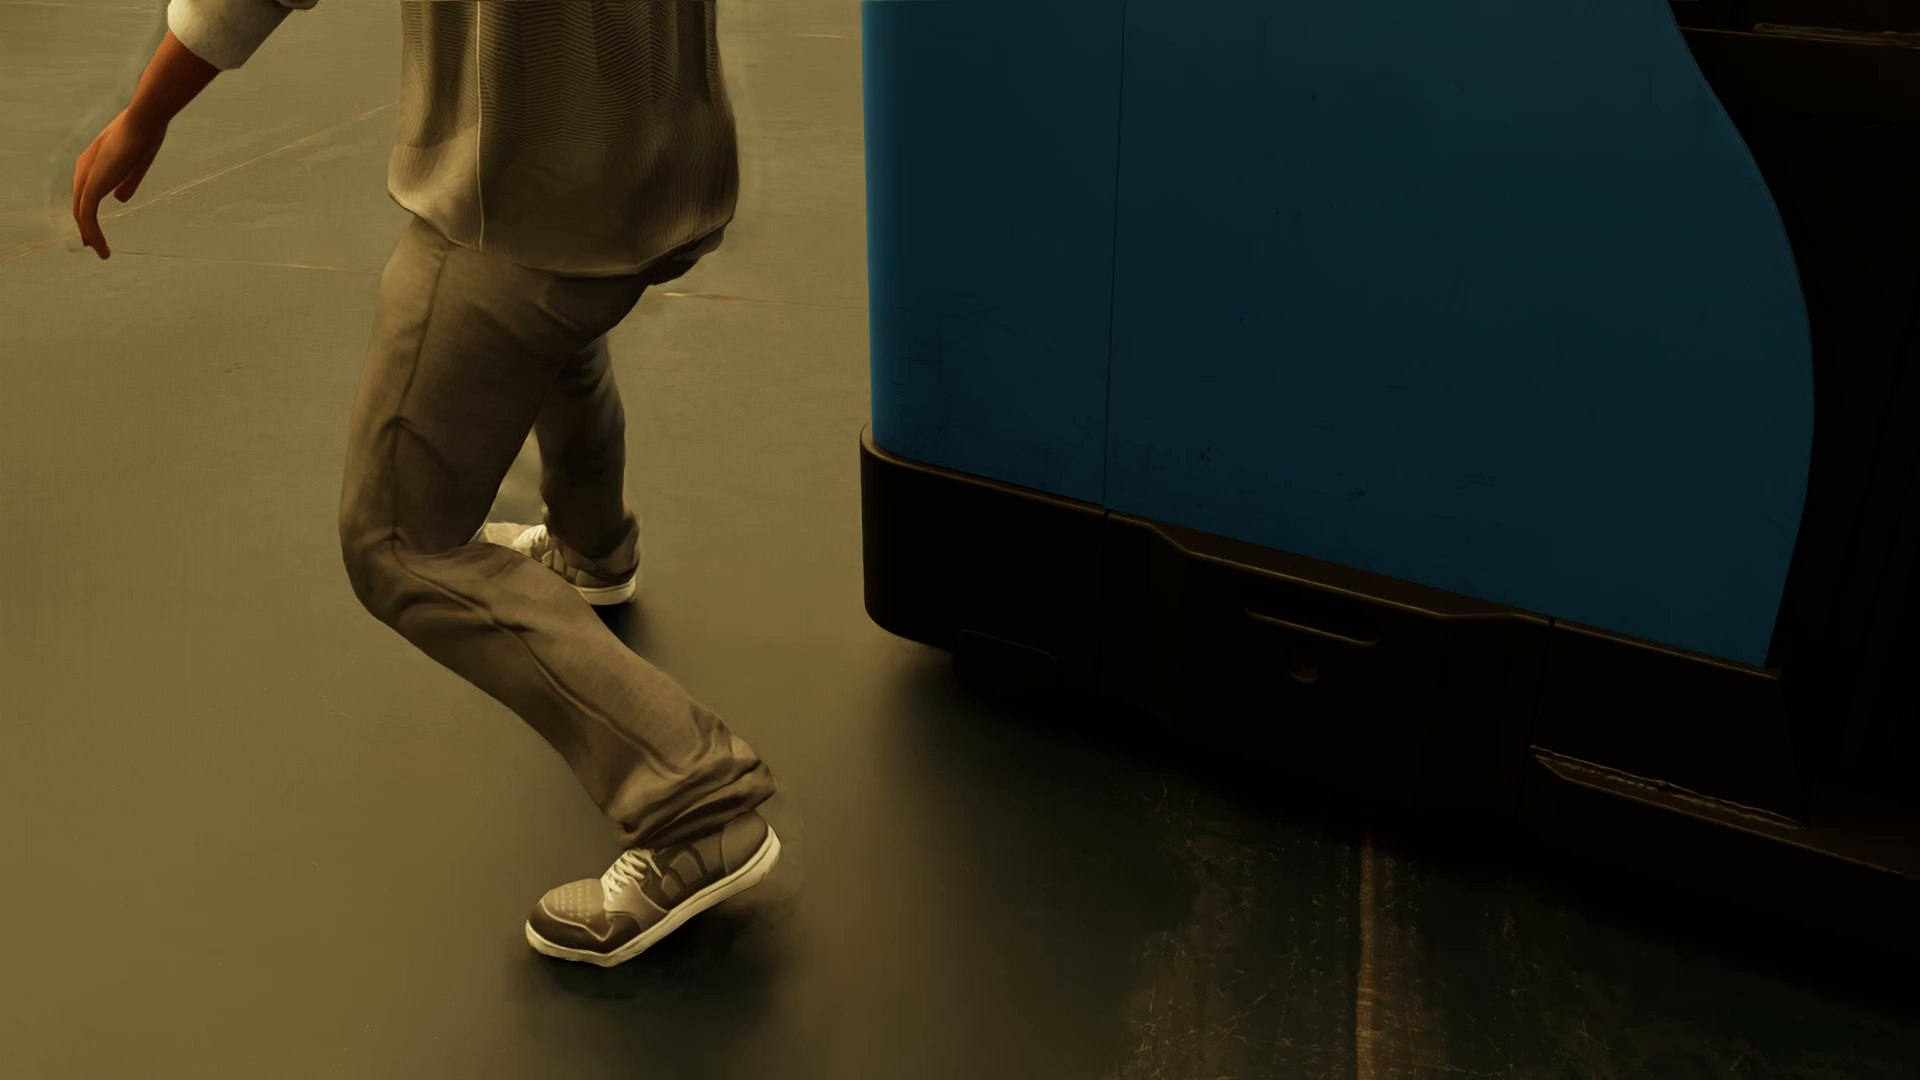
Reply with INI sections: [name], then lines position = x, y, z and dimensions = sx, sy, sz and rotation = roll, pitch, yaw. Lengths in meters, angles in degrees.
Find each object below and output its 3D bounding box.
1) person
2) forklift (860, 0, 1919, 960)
[person]
position = -0.468, -0.391, 1.670
dimensions = 0.725, 1.459, 0.779
rotation = 12, 29, 22
[forklift]
position = 1.408, -1.004, 1.237
dimensions = 3.031, 2.935, 1.130
rotation = 15, 30, 27
